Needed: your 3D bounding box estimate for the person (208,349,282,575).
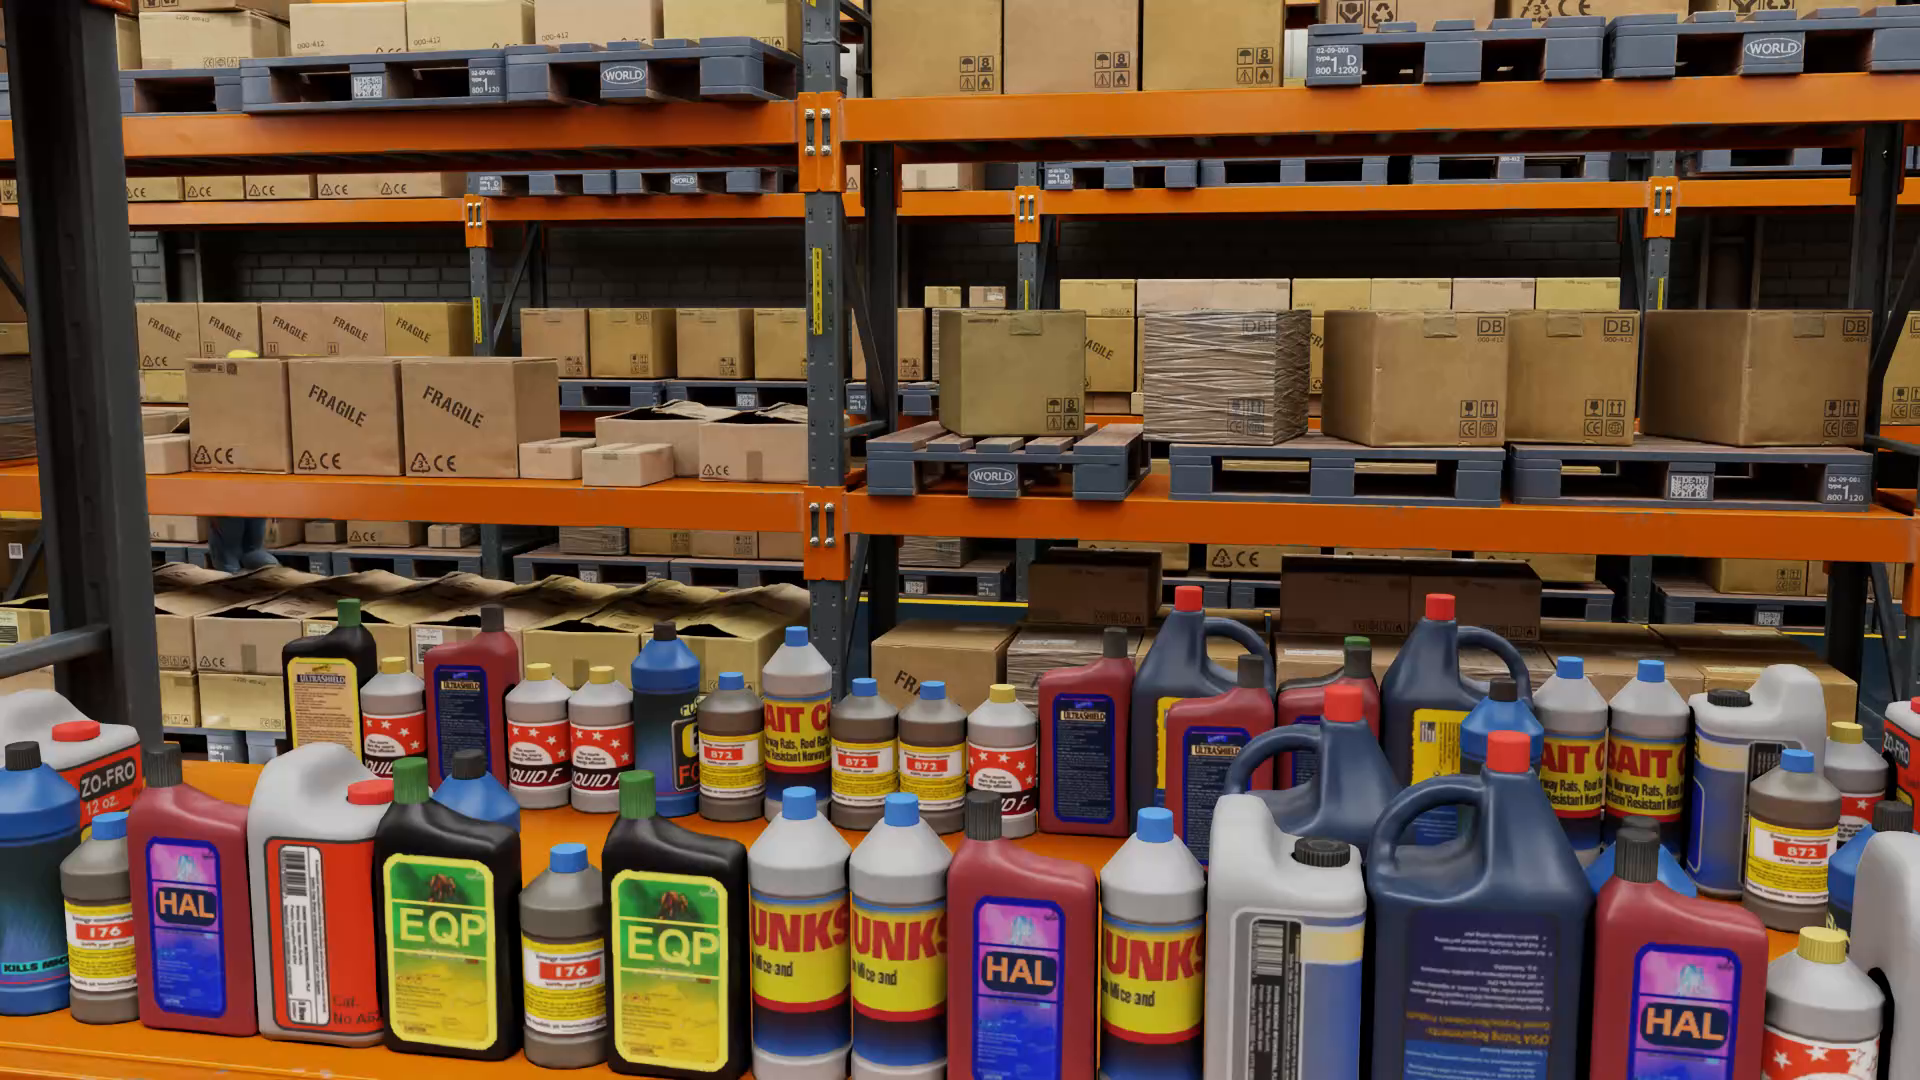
[{"bbox_3d":[-4.278,-0.262,9.976,0.614,1.750,0.579,4,9,25],"label":"person"}]
